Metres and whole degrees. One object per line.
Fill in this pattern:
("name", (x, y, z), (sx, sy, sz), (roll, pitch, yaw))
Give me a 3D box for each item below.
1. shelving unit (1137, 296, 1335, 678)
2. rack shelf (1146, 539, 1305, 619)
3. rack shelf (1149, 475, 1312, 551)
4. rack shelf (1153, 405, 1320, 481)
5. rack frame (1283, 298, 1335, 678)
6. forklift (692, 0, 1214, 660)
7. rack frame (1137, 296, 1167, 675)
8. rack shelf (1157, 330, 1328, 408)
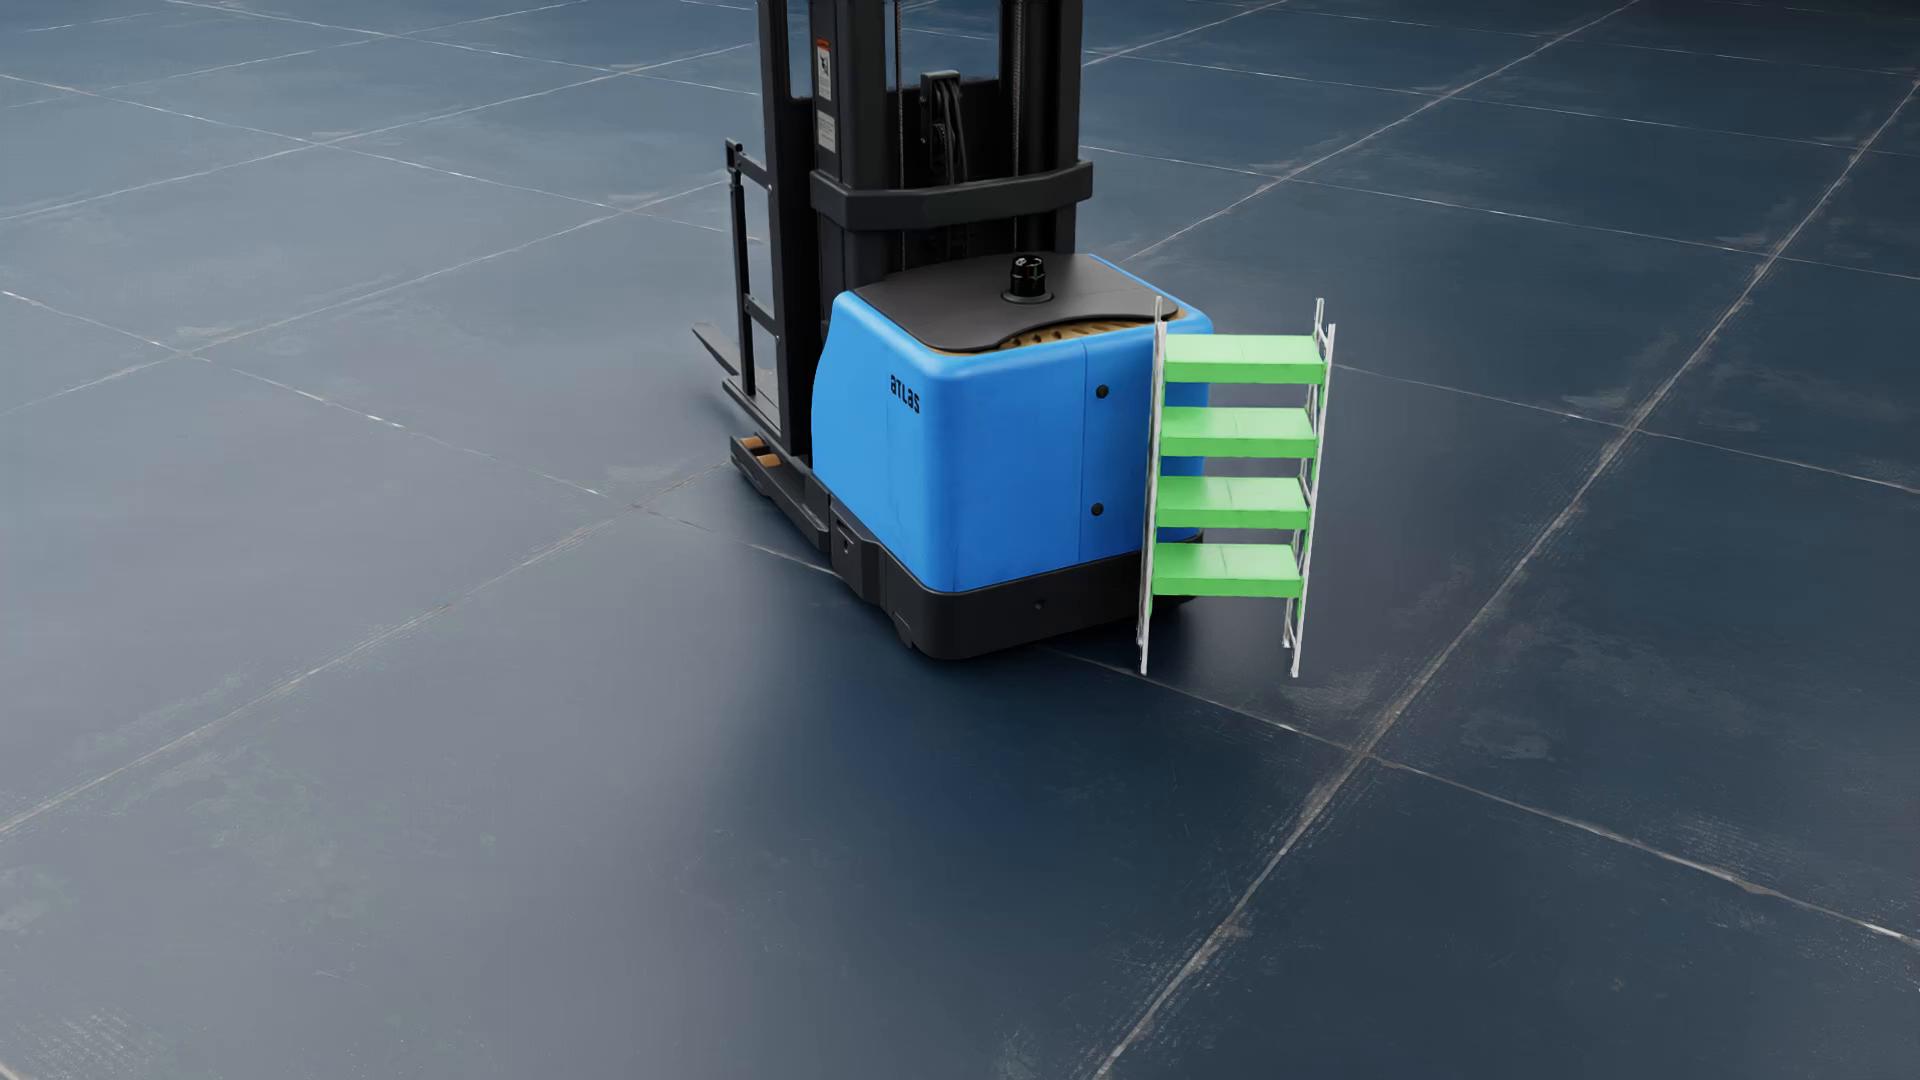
("shelving unit", (0.844, -0.148, 5.217), (0.503, 1.200, 0.258), (1, 27, 2))
("rack shelf", (0.844, 0.123, 5.355), (0.480, 0.148, 0.258), (1, 27, 2))
("rack shelf", (0.844, -0.091, 5.246), (0.480, 0.148, 0.258), (1, 27, 2))
("rack shelf", (0.844, -0.305, 5.137), (0.480, 0.148, 0.258), (1, 27, 2))
("rack frame", (1.088, -0.143, 5.209), (0.015, 1.200, 0.240), (1, 27, 2))
("forklift", (-0.276, -1.560, 6.085), (1.130, 2.935, 3.031), (-13, 30, -23))
("rack frame", (0.600, -0.152, 5.226), (0.015, 1.200, 0.240), (1, 27, 2))
("rack shelf", (0.844, -0.519, 5.029), (0.480, 0.148, 0.258), (1, 27, 2))
